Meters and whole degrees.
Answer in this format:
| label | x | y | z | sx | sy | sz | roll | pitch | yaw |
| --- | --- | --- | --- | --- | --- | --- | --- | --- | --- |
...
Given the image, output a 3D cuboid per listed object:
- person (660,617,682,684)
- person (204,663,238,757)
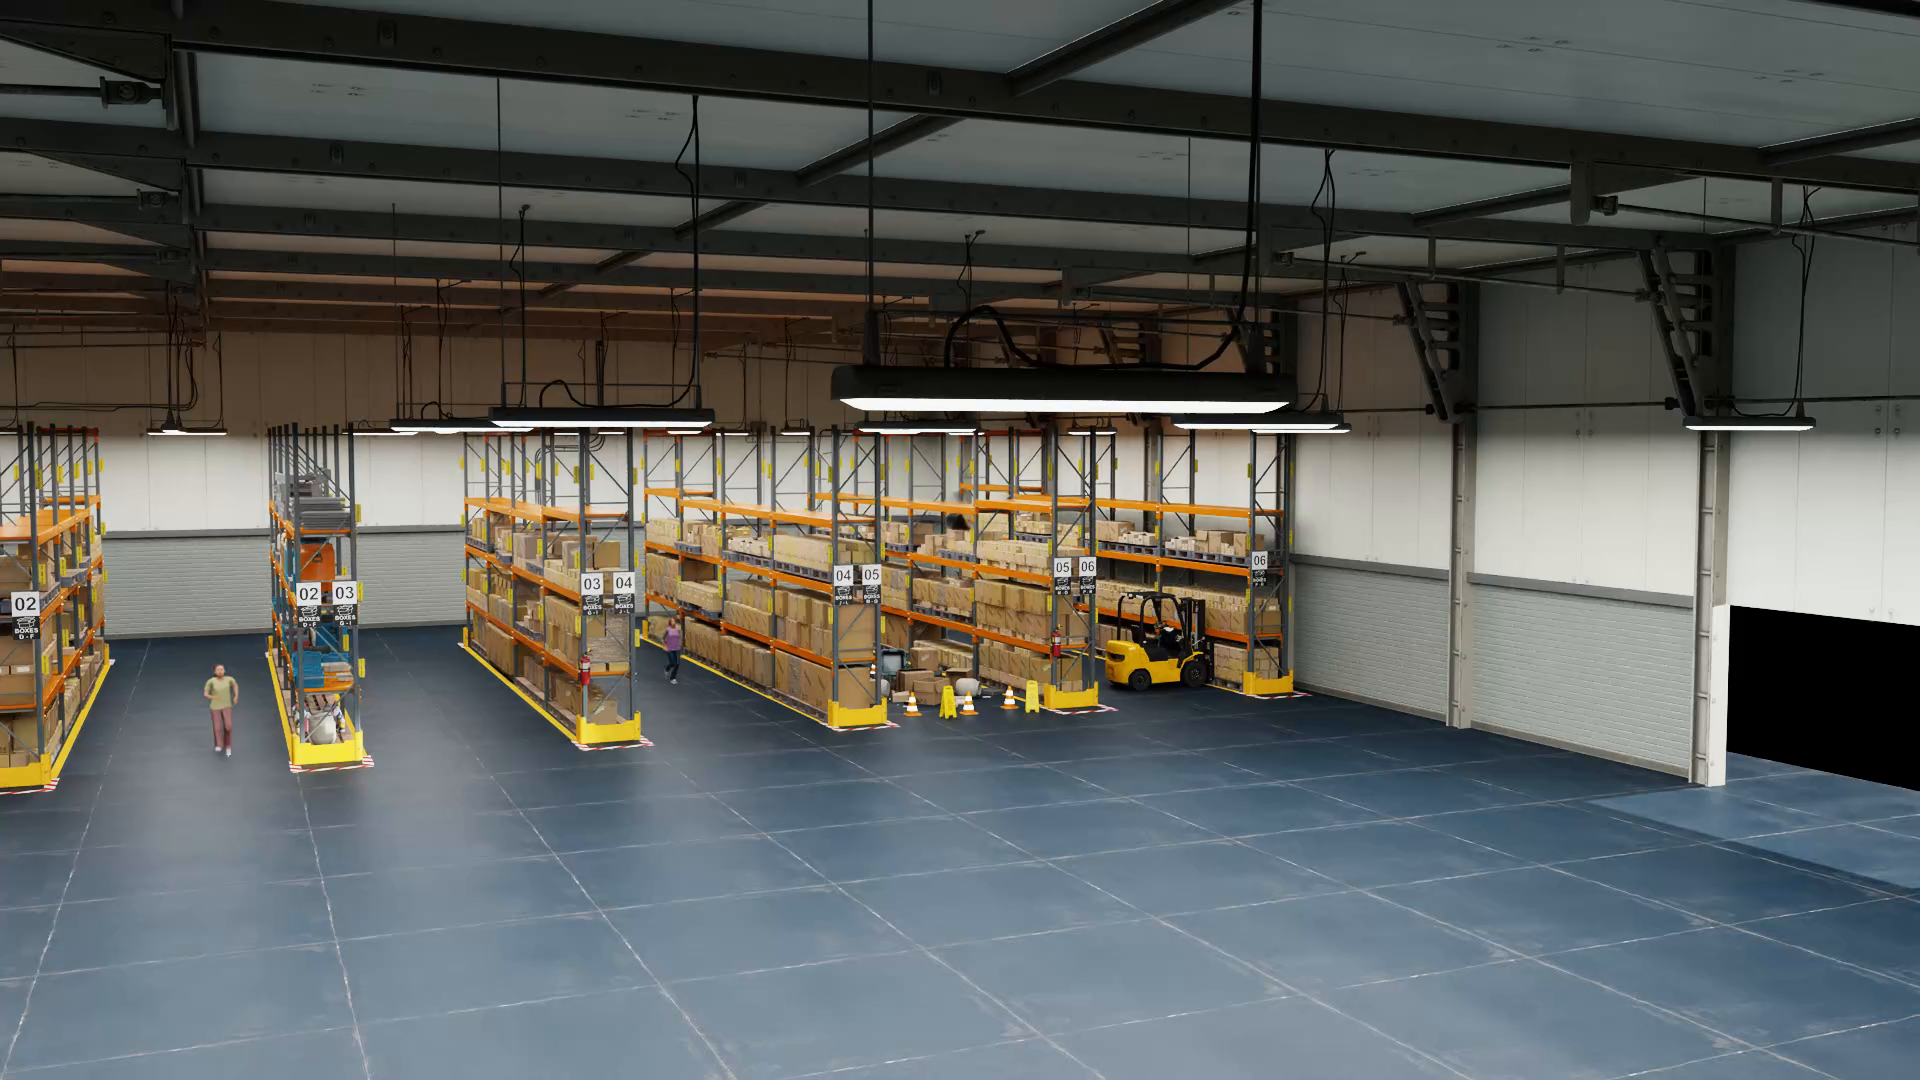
| label | x | y | z | sx | sy | sz | roll | pitch | yaw |
| --- | --- | --- | --- | --- | --- | --- | --- | --- | --- |
| person | -6.703 | 2.580 | 38.794 | 0.507 | 1.552 | 0.512 | -2 | 4 | -32 |
| person | -13.321 | 3.069 | 29.998 | 0.588 | 1.714 | 0.688 | -2 | 4 | -30 |
